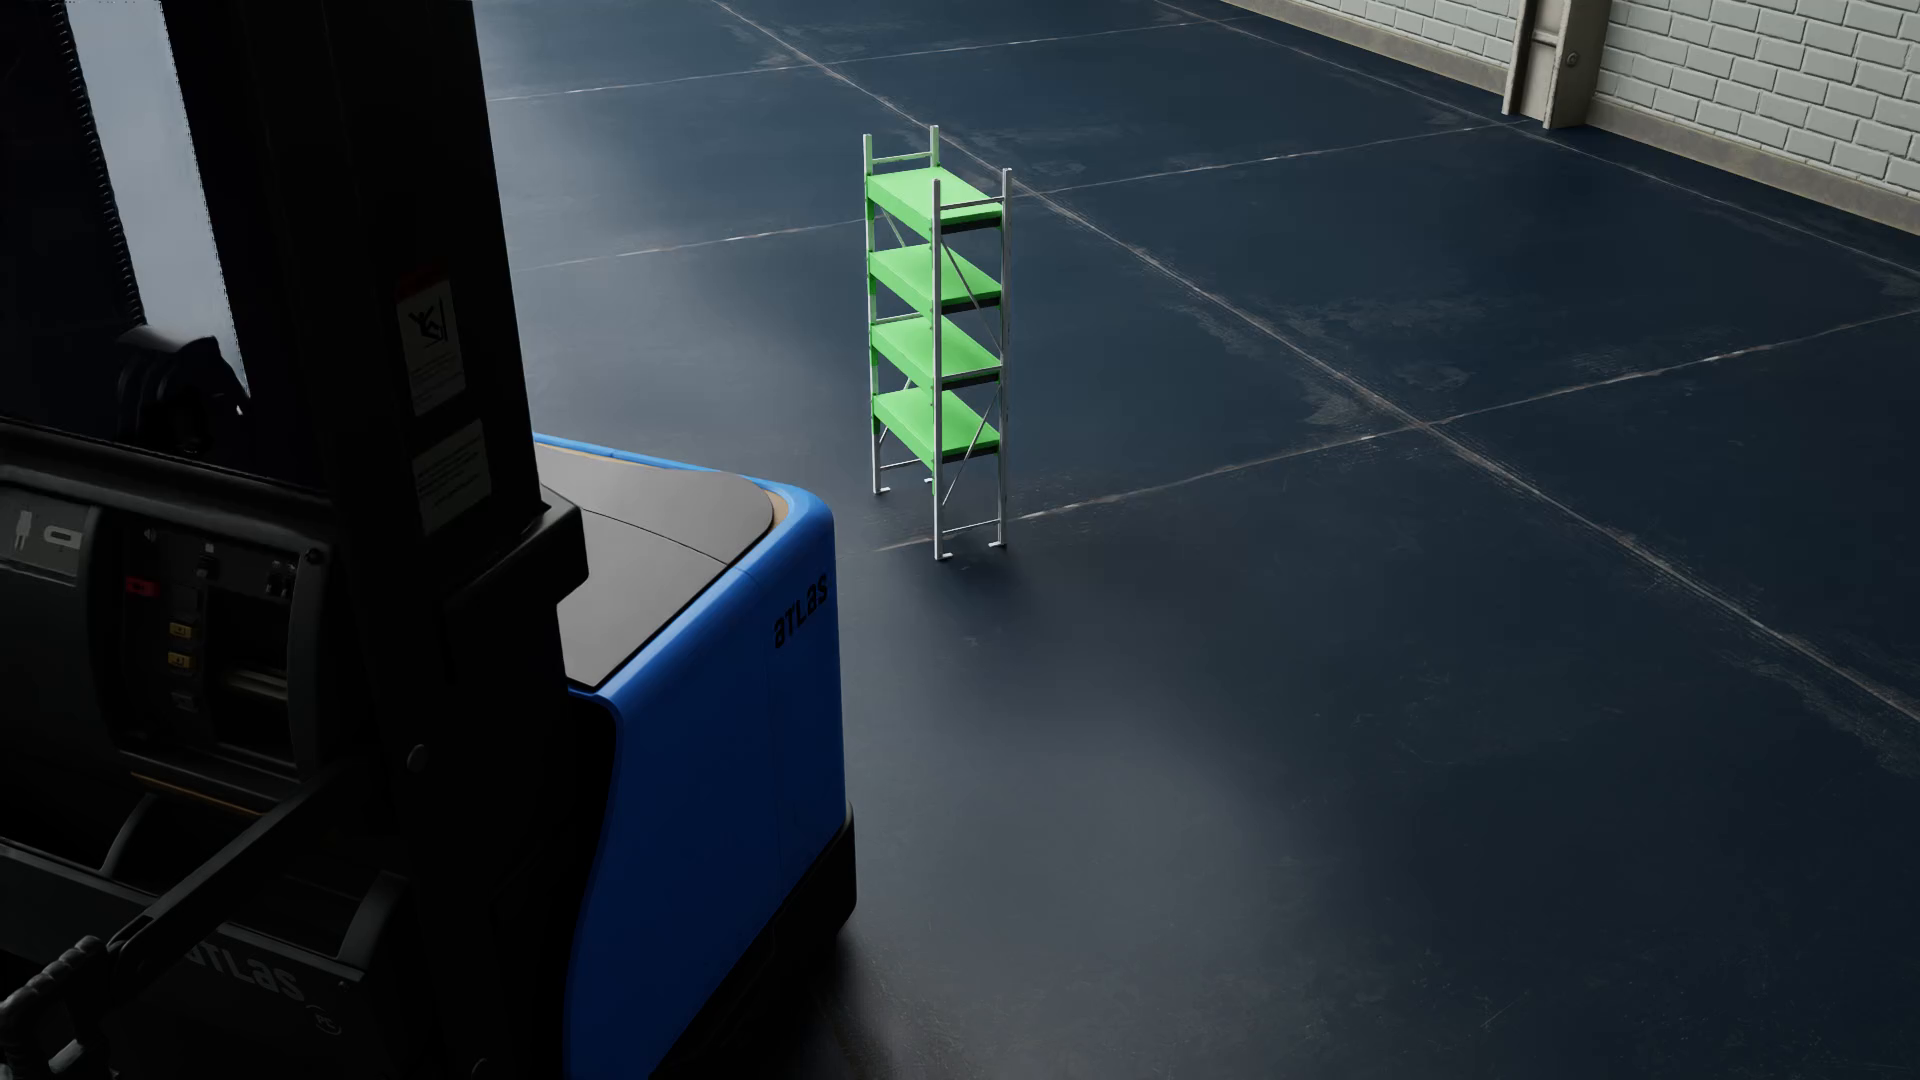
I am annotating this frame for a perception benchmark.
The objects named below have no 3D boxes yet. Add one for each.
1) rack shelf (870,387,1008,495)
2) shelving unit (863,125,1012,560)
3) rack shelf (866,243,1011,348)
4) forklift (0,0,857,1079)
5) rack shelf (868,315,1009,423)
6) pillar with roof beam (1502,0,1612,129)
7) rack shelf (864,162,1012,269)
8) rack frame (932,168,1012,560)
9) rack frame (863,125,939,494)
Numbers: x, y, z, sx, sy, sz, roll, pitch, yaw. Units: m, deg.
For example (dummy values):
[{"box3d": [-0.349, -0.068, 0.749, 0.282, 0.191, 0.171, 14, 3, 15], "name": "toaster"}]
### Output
[{"box3d": [-0.071, -0.331, 5.236, 0.258, 0.148, 0.480, -13, 32, -22], "name": "rack shelf"}, {"box3d": [-0.071, -0.596, 5.087, 0.258, 1.200, 0.503, -13, 32, -22], "name": "shelving unit"}, {"box3d": [-0.071, -0.750, 5.001, 0.258, 0.148, 0.480, -13, 32, -22], "name": "rack shelf"}, {"box3d": [-1.274, 0.133, 2.015, 1.130, 2.935, 3.031, 12, 31, 20], "name": "forklift"}, {"box3d": [-0.071, -0.541, 5.118, 0.258, 0.148, 0.480, -13, 32, -22], "name": "rack shelf"}, {"box3d": [-0.511, -5.458, 5.784, 9.100, 9.000, 0.400, -13, 32, -22], "name": "pillar with roof beam"}, {"box3d": [-0.071, -0.959, 4.883, 0.258, 0.148, 0.480, -13, 32, -22], "name": "rack shelf"}, {"box3d": [0.034, -0.489, 4.895, 0.240, 1.200, 0.015, -13, 32, -22], "name": "rack frame"}, {"box3d": [-0.176, -0.704, 5.279, 0.240, 1.200, 0.015, -13, 32, -22], "name": "rack frame"}]
